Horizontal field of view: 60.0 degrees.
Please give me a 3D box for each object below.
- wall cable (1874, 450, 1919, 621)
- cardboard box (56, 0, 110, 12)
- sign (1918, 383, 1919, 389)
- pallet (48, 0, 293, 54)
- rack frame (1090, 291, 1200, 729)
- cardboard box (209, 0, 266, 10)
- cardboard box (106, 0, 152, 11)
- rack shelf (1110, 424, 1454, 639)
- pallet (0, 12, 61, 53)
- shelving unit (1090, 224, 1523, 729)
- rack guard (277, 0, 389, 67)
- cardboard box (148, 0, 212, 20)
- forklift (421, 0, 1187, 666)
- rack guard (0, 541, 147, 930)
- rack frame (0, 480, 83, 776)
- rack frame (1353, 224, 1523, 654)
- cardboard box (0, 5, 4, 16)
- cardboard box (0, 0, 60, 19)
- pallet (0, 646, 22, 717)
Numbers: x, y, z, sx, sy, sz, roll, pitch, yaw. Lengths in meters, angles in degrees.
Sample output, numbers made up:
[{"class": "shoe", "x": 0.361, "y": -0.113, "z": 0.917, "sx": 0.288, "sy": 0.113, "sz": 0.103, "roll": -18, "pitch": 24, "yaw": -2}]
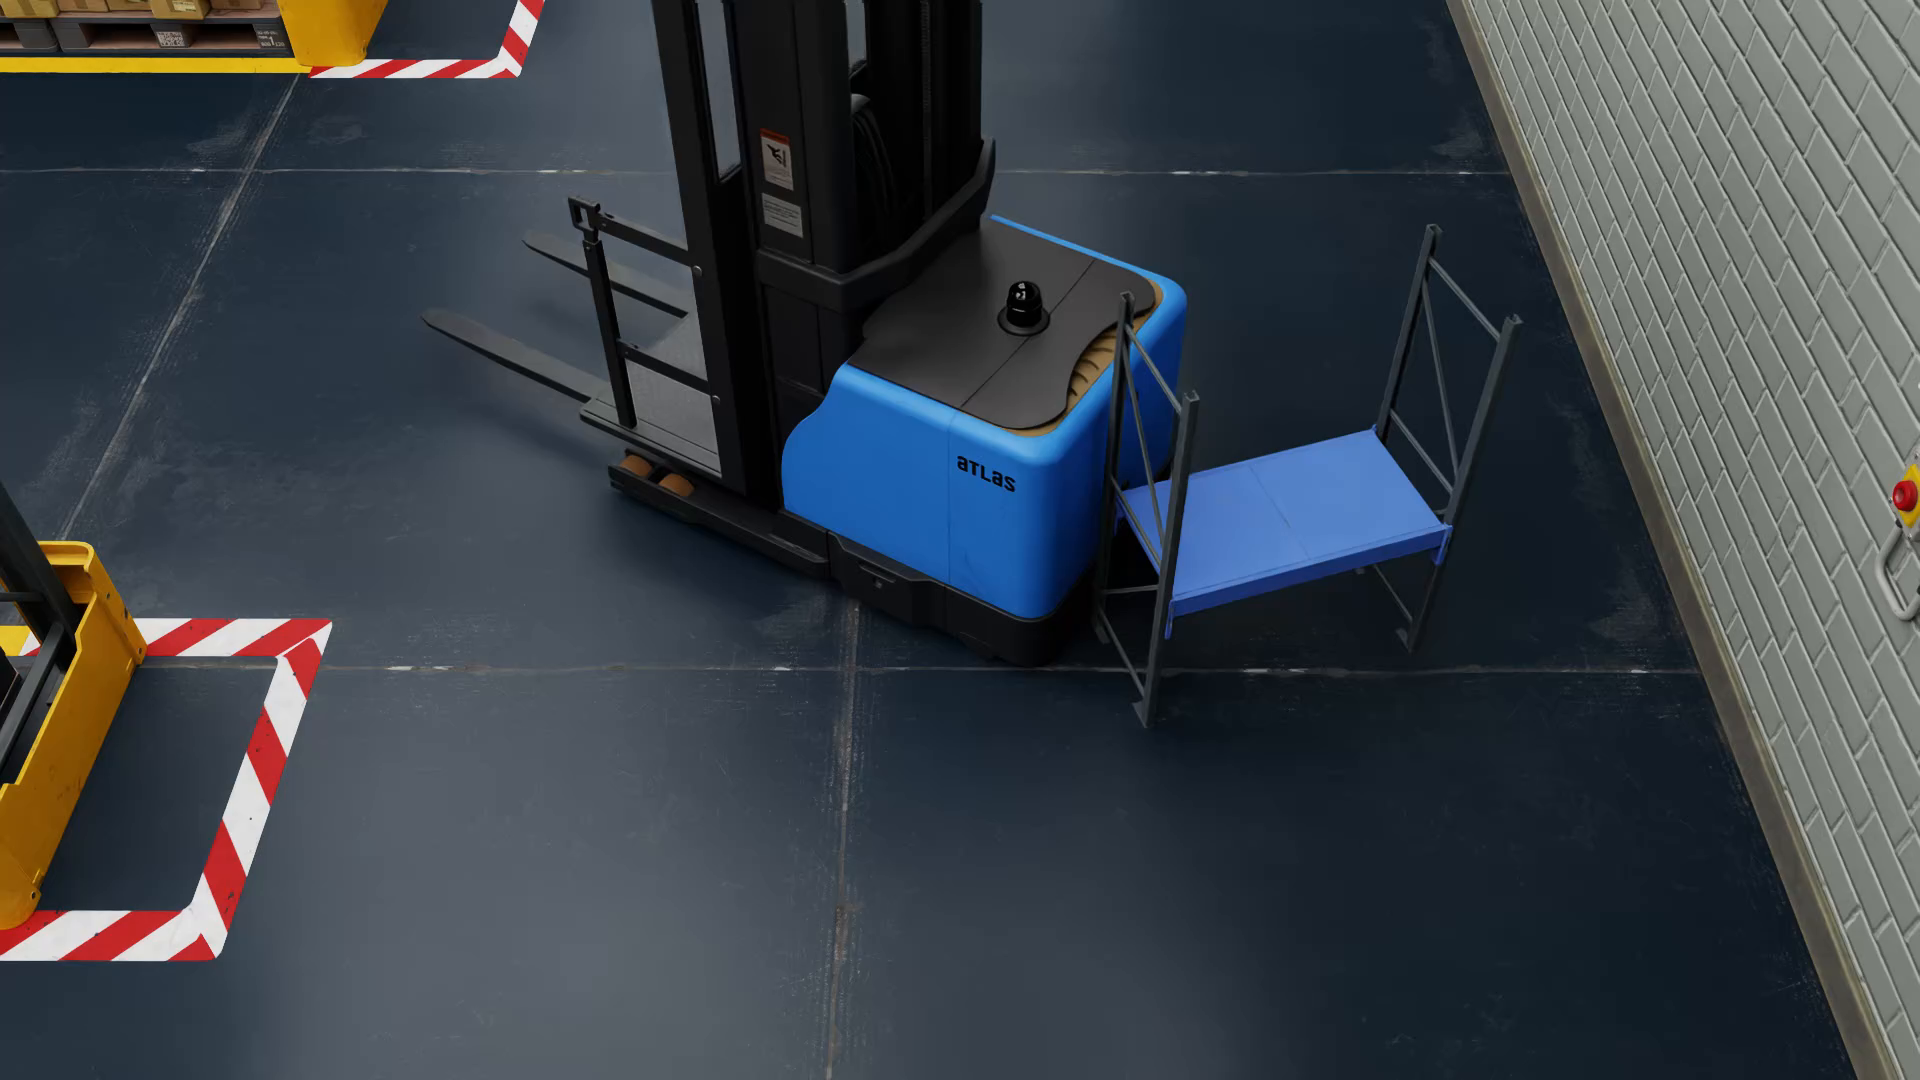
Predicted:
[{"class": "wall cable", "x": 2.563, "y": -0.606, "z": 4.049, "sx": 0.123, "sy": 1.953, "sz": 0.585, "roll": 0, "pitch": 47, "yaw": 0}, {"class": "cardboard box", "x": -4.454, "y": -2.873, "z": 8.536, "sx": 0.250, "sy": 0.149, "sz": 0.380, "roll": 1, "pitch": 47, "yaw": 1}, {"class": "sign", "x": 2.625, "y": -0.376, "z": 4.367, "sx": 0.001, "sy": 0.218, "sz": 0.327, "roll": 0, "pitch": 47, "yaw": 0}, {"class": "pallet", "x": -4.046, "y": -2.949, "z": 8.851, "sx": 1.213, "sy": 0.211, "sz": 1.003, "roll": 0, "pitch": 47, "yaw": 0}, {"class": "rack frame", "x": 0.564, "y": -0.044, "z": 5.266, "sx": 0.032, "sy": 1.500, "sz": 0.500, "roll": -14, "pitch": 49, "yaw": -13}, {"class": "cardboard box", "x": -3.685, "y": -2.892, "z": 8.553, "sx": 0.250, "sy": 0.149, "sz": 0.380, "roll": 1, "pitch": 47, "yaw": 1}, {"class": "cardboard box", "x": -4.207, "y": -2.882, "z": 8.544, "sx": 0.250, "sy": 0.149, "sz": 0.380, "roll": 0, "pitch": 47, "yaw": 0}, {"class": "rack shelf", "x": 1.045, "y": -0.041, "z": 5.510, "sx": 1.000, "sy": 0.185, "sz": 0.538, "roll": -14, "pitch": 49, "yaw": -13}, {"class": "pallet", "x": -5.263, "y": -2.955, "z": 8.856, "sx": 1.213, "sy": 0.211, "sz": 1.003, "roll": 0, "pitch": 47, "yaw": 0}, {"class": "shelving unit", "x": 1.045, "y": -0.164, "z": 5.378, "sx": 1.048, "sy": 1.500, "sz": 0.538, "roll": -14, "pitch": 49, "yaw": -13}, {"class": "rack guard", "x": -3.234, "y": -3.020, "z": 8.719, "sx": 0.348, "sy": 0.500, "sz": 1.175, "roll": 0, "pitch": 47, "yaw": 0}, {"class": "cardboard box", "x": -3.943, "y": -2.818, "z": 8.485, "sx": 0.250, "sy": 0.149, "sz": 0.380, "roll": 1, "pitch": 47, "yaw": 1}, {"class": "forklift", "x": -0.743, "y": -1.390, "z": 5.541, "sx": 3.031, "sy": 2.935, "sz": 1.130, "roll": 24, "pitch": 52, "yaw": 21}, {"class": "rack guard", "x": -3.051, "y": 0.604, "z": 5.346, "sx": 0.348, "sy": 0.500, "sz": 1.175, "roll": 0, "pitch": 47, "yaw": 0}, {"class": "rack frame", "x": -3.075, "y": -0.248, "z": 4.431, "sx": 0.127, "sy": 3.000, "sz": 1.000, "roll": 0, "pitch": 47, "yaw": 0}, {"class": "rack frame", "x": 1.526, "y": -0.284, "z": 5.490, "sx": 0.032, "sy": 1.500, "sz": 0.500, "roll": -14, "pitch": 49, "yaw": -13}, {"class": "cardboard box", "x": -4.982, "y": -2.843, "z": 8.508, "sx": 0.250, "sy": 0.149, "sz": 0.380, "roll": 1, "pitch": 47, "yaw": 1}, {"class": "cardboard box", "x": -4.709, "y": -2.828, "z": 8.494, "sx": 0.250, "sy": 0.149, "sz": 0.380, "roll": -2, "pitch": 47, "yaw": -2}, {"class": "pallet", "x": -3.875, "y": 0.758, "z": 5.401, "sx": 1.213, "sy": 0.211, "sz": 1.003, "roll": 0, "pitch": 47, "yaw": 0}]
